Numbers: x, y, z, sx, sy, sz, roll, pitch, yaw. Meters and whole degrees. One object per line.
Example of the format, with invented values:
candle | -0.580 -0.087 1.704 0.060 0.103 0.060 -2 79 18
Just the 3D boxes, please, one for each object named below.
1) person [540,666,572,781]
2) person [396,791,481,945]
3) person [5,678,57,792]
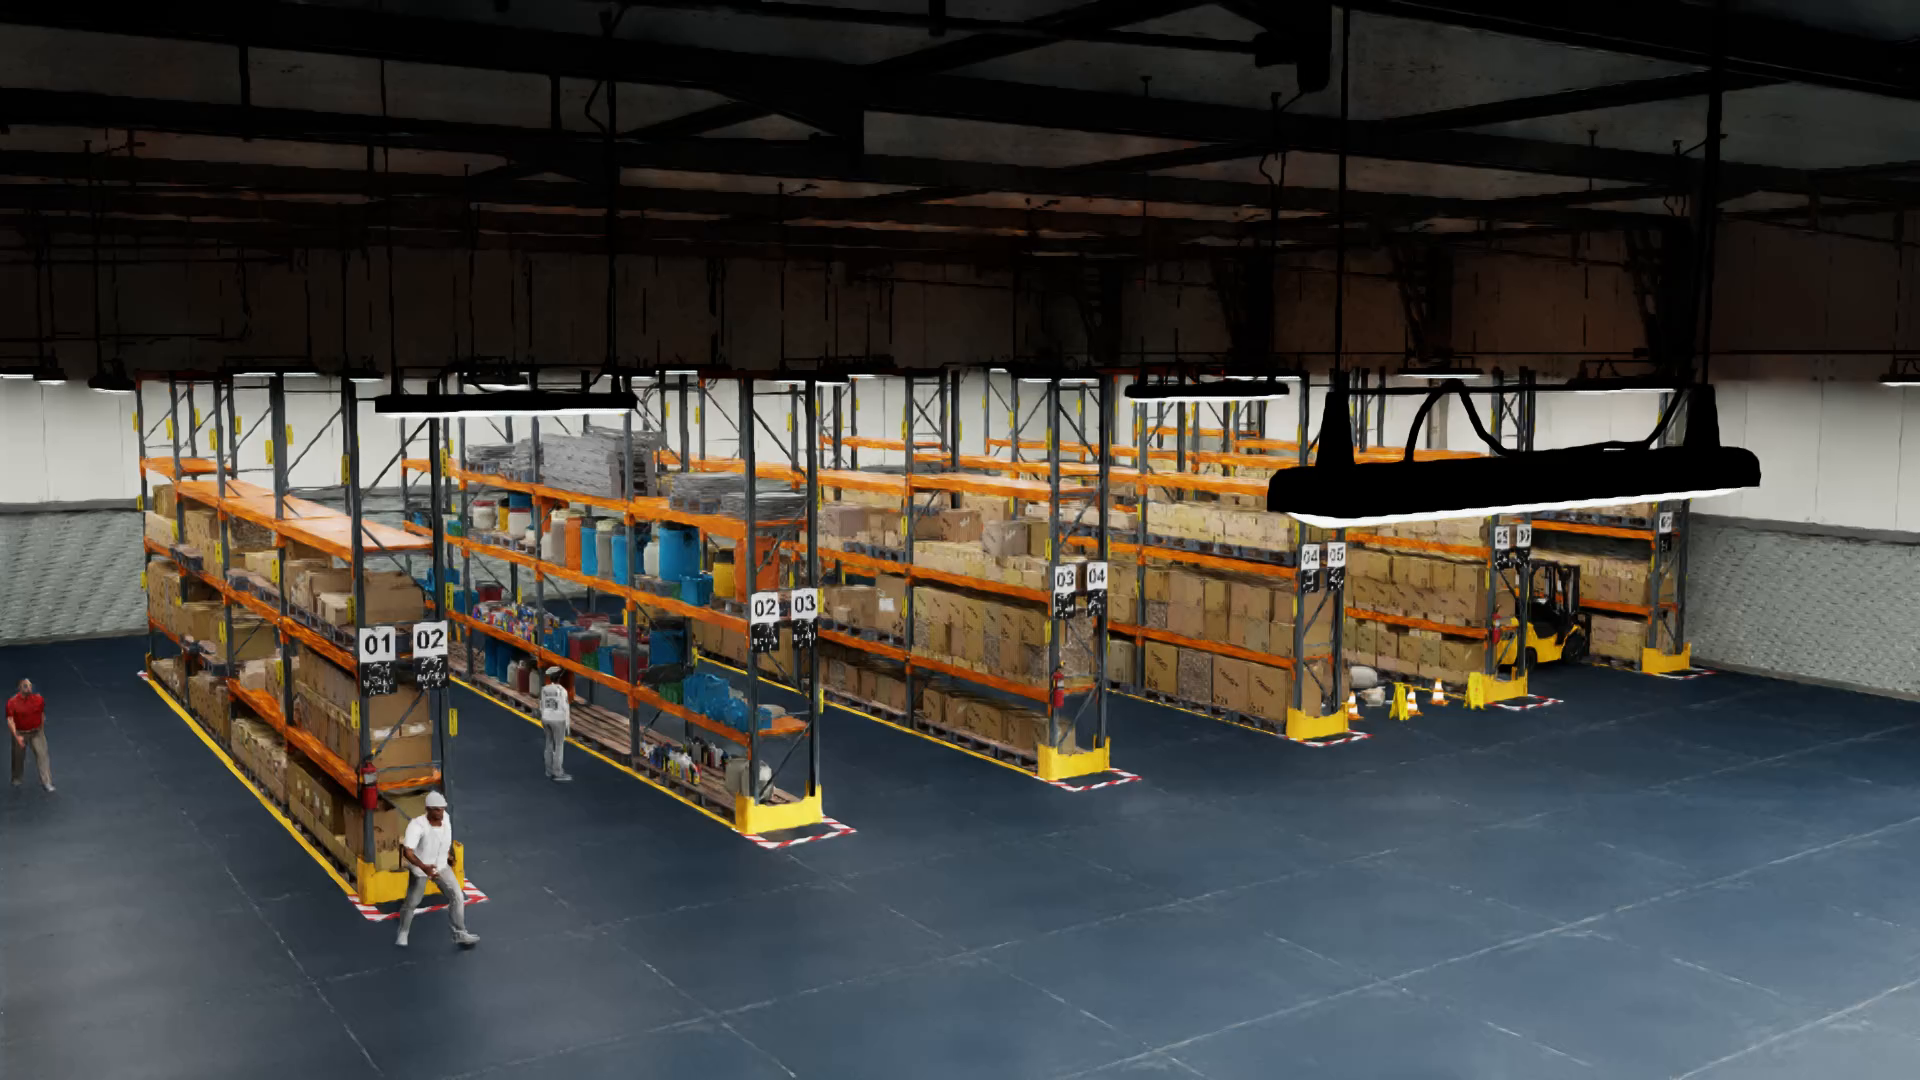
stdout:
person | -5.978 2.709 24.659 0.537 1.676 0.416 3 7 27
person | -5.648 3.488 17.708 0.836 1.703 0.710 5 8 40
person | -13.412 2.798 23.908 0.535 1.656 1.036 -6 9 -42
